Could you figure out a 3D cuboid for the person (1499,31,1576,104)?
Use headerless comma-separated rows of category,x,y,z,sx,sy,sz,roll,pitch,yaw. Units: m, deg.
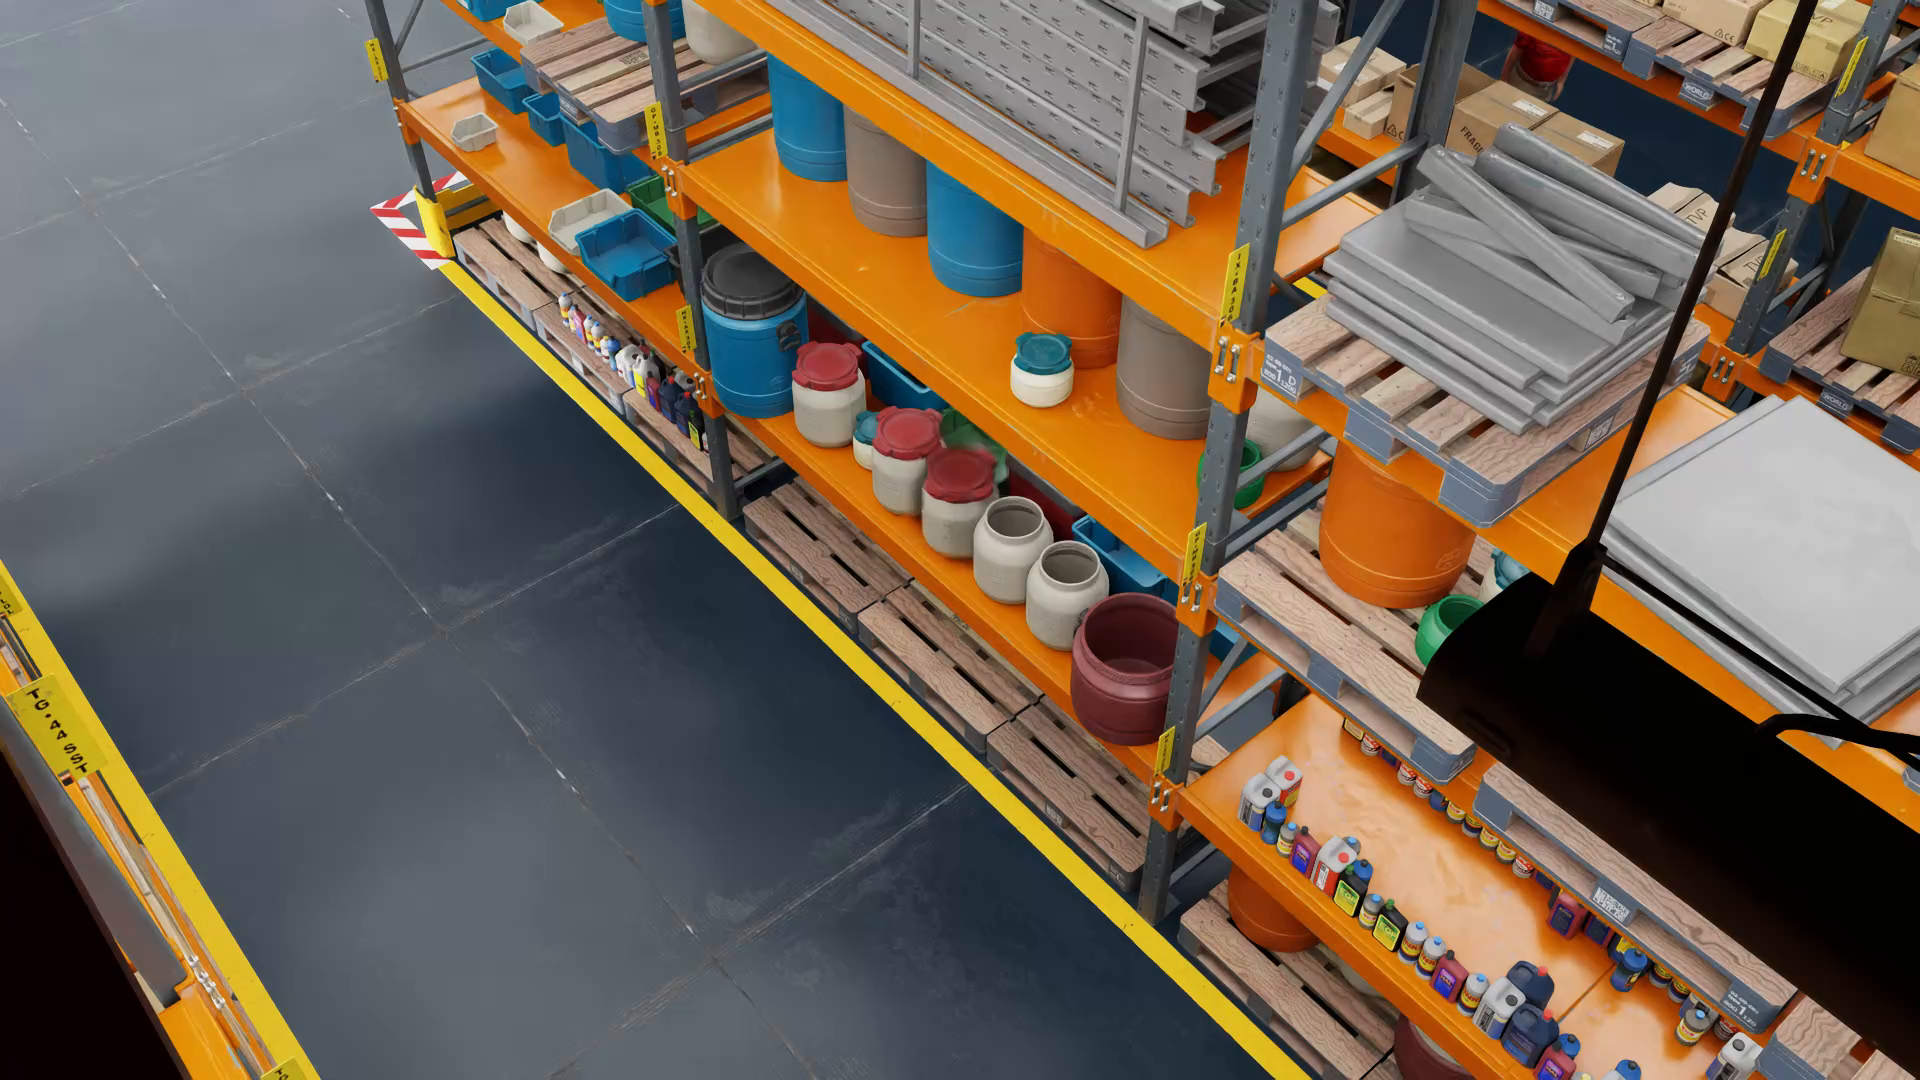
person,4.540,-3.642,13.248,0.598,1.715,0.499,-24,51,-21
